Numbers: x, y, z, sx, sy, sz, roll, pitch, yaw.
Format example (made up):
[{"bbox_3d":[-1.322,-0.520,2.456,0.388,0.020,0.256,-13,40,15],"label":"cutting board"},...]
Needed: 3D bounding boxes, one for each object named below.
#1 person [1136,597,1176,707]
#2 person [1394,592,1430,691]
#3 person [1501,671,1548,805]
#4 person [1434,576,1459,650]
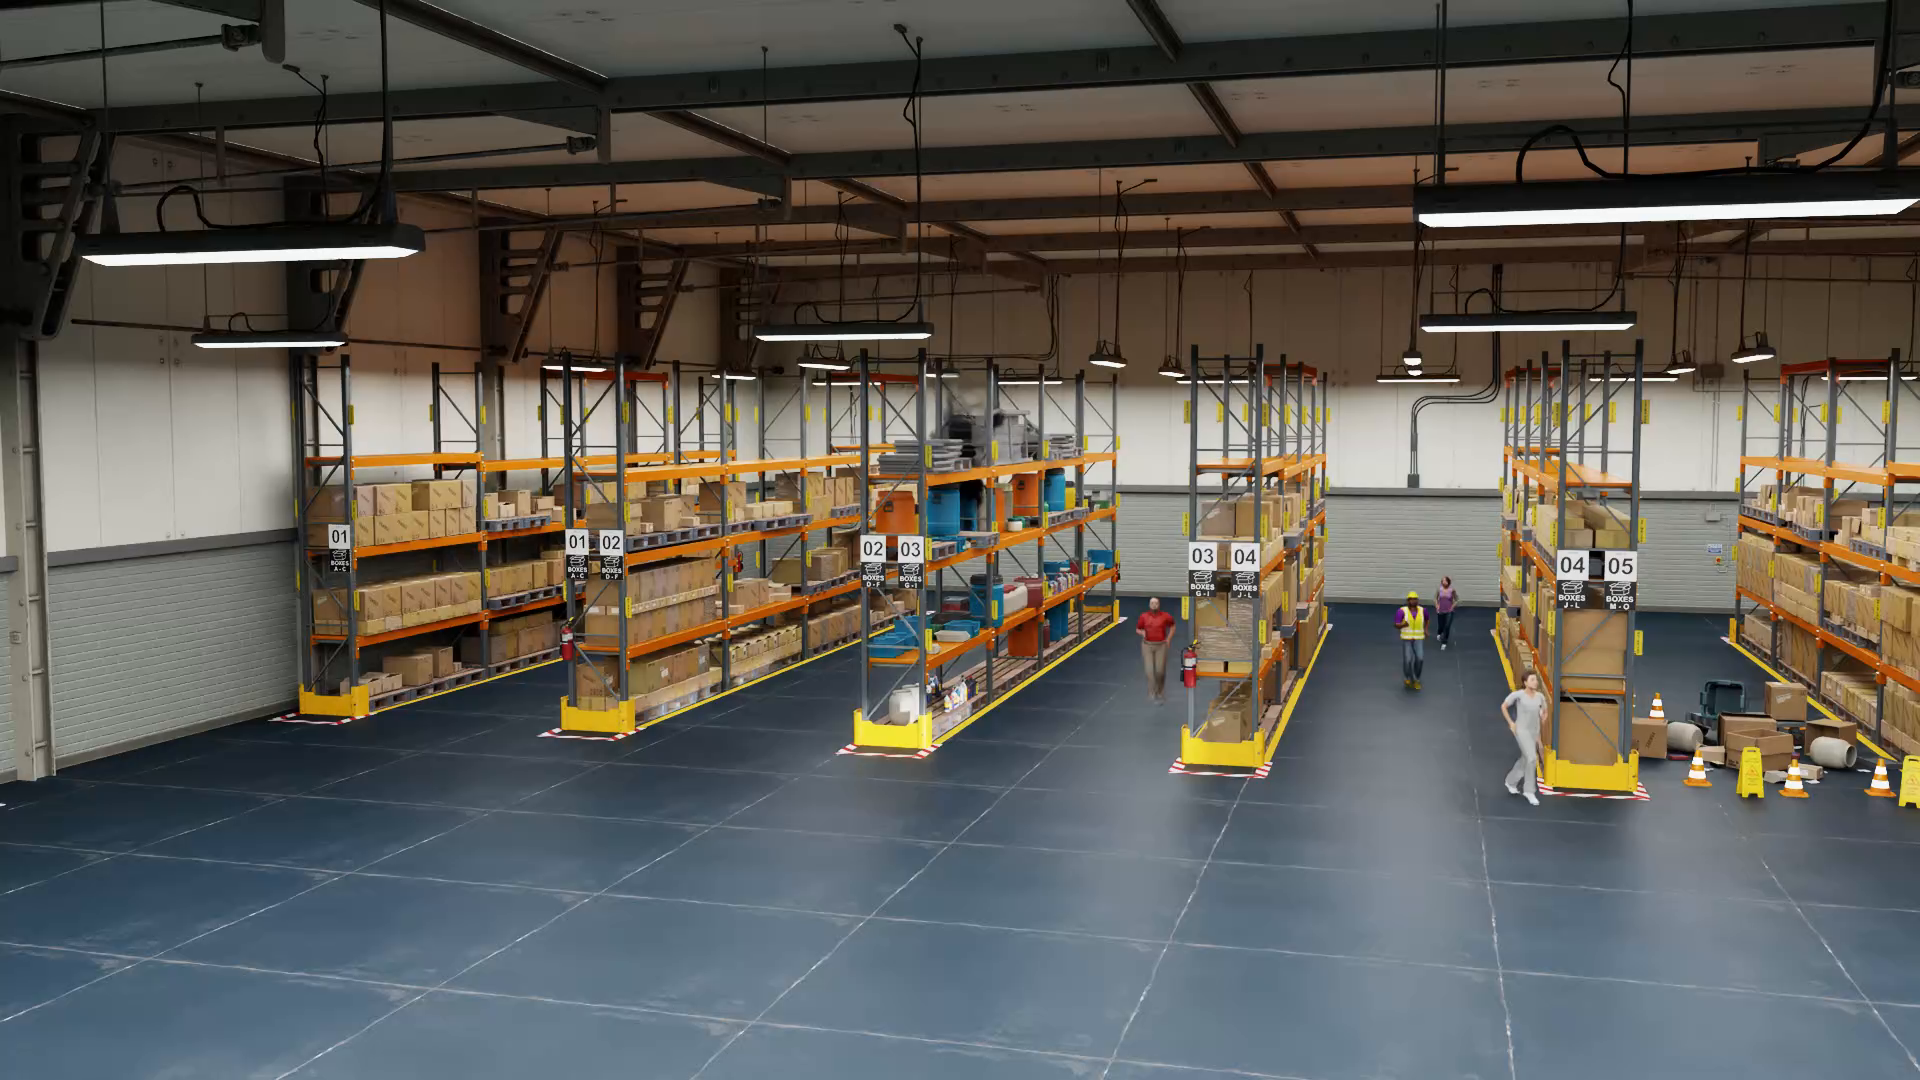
[{"bbox_3d":[3.201,1.845,27.329,0.645,1.803,0.647,1,4,13],"label":"person"},{"bbox_3d":[8.270,1.849,30.378,0.673,1.812,0.706,1,4,8],"label":"person"},{"bbox_3d":[7.395,2.541,21.663,0.563,1.684,0.753,-1,5,-18],"label":"person"},{"bbox_3d":[10.444,1.557,35.721,0.532,1.573,0.586,2,5,19],"label":"person"}]
